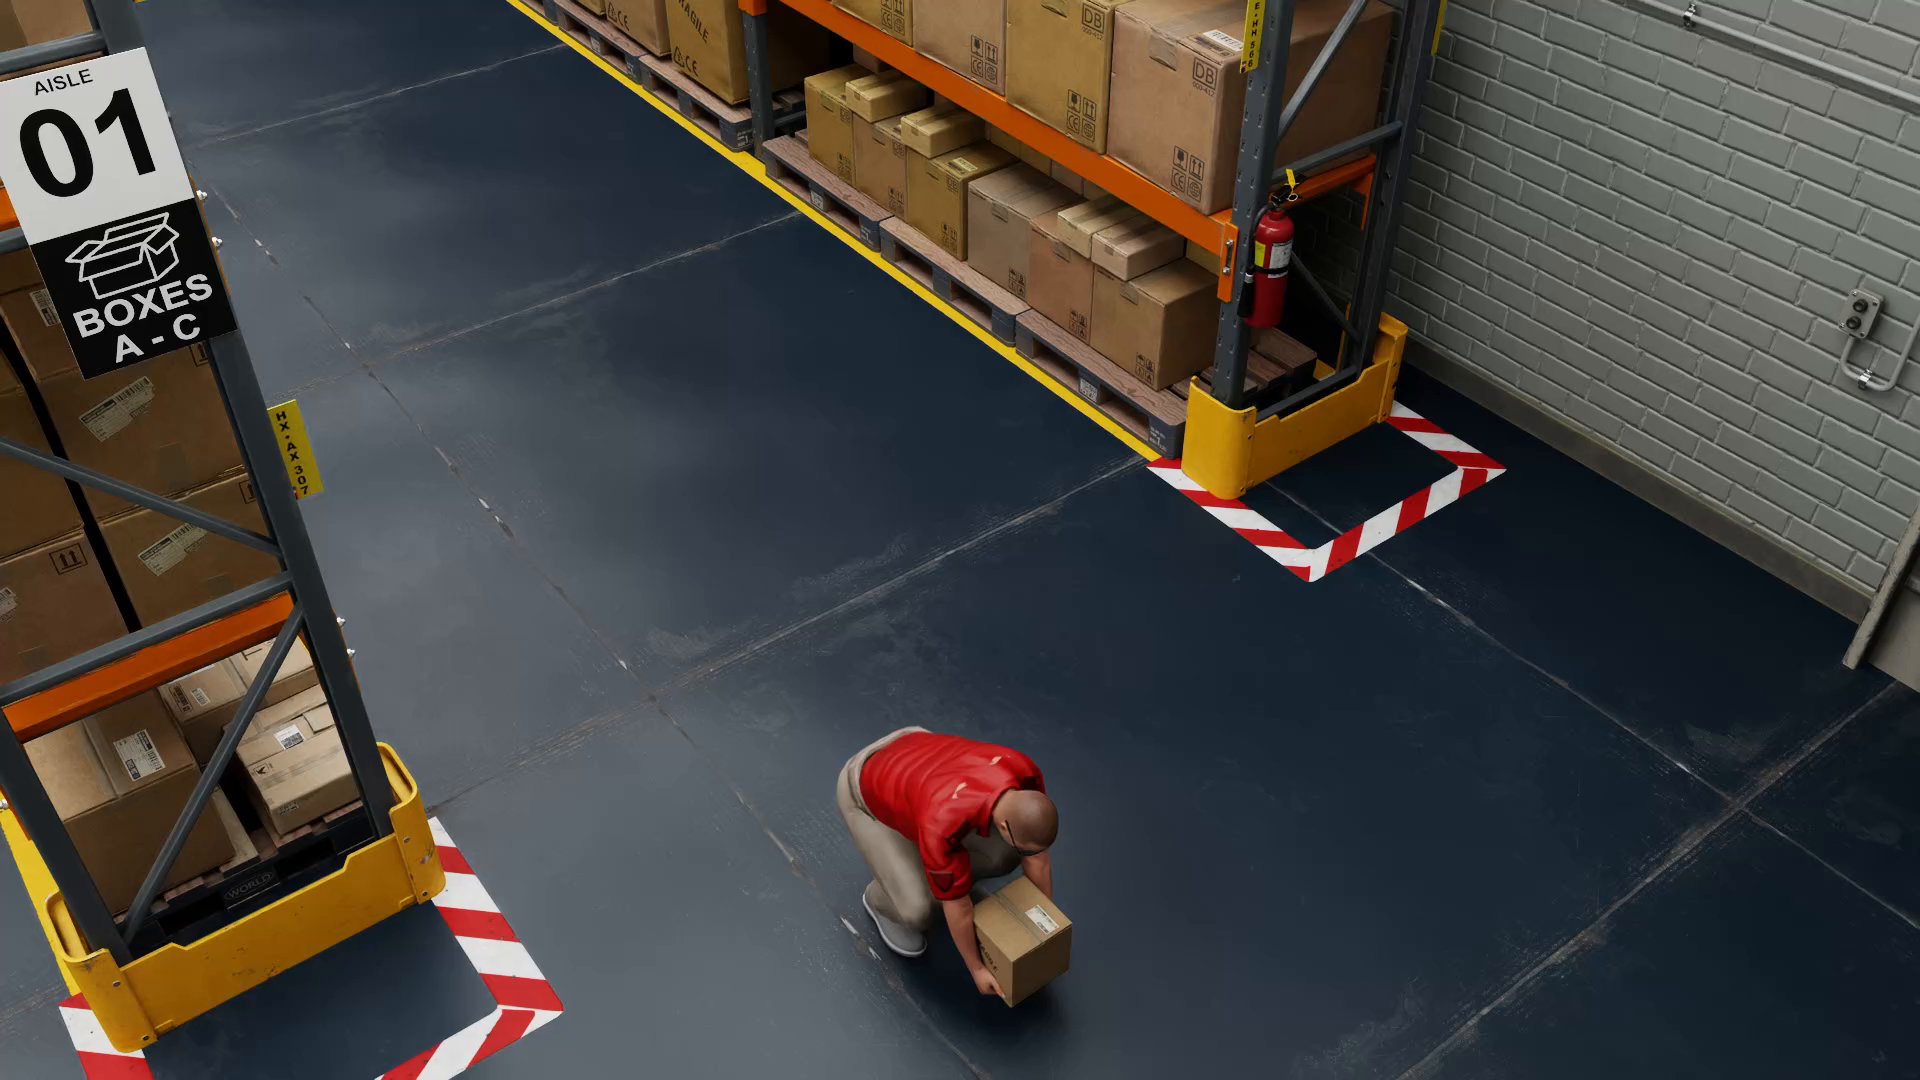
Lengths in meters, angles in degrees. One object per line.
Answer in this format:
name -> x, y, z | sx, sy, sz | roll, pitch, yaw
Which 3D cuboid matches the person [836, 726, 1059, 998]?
person -> -0.023, 1.014, 5.554 | 0.528, 0.980, 0.903 | -28, 47, -29
